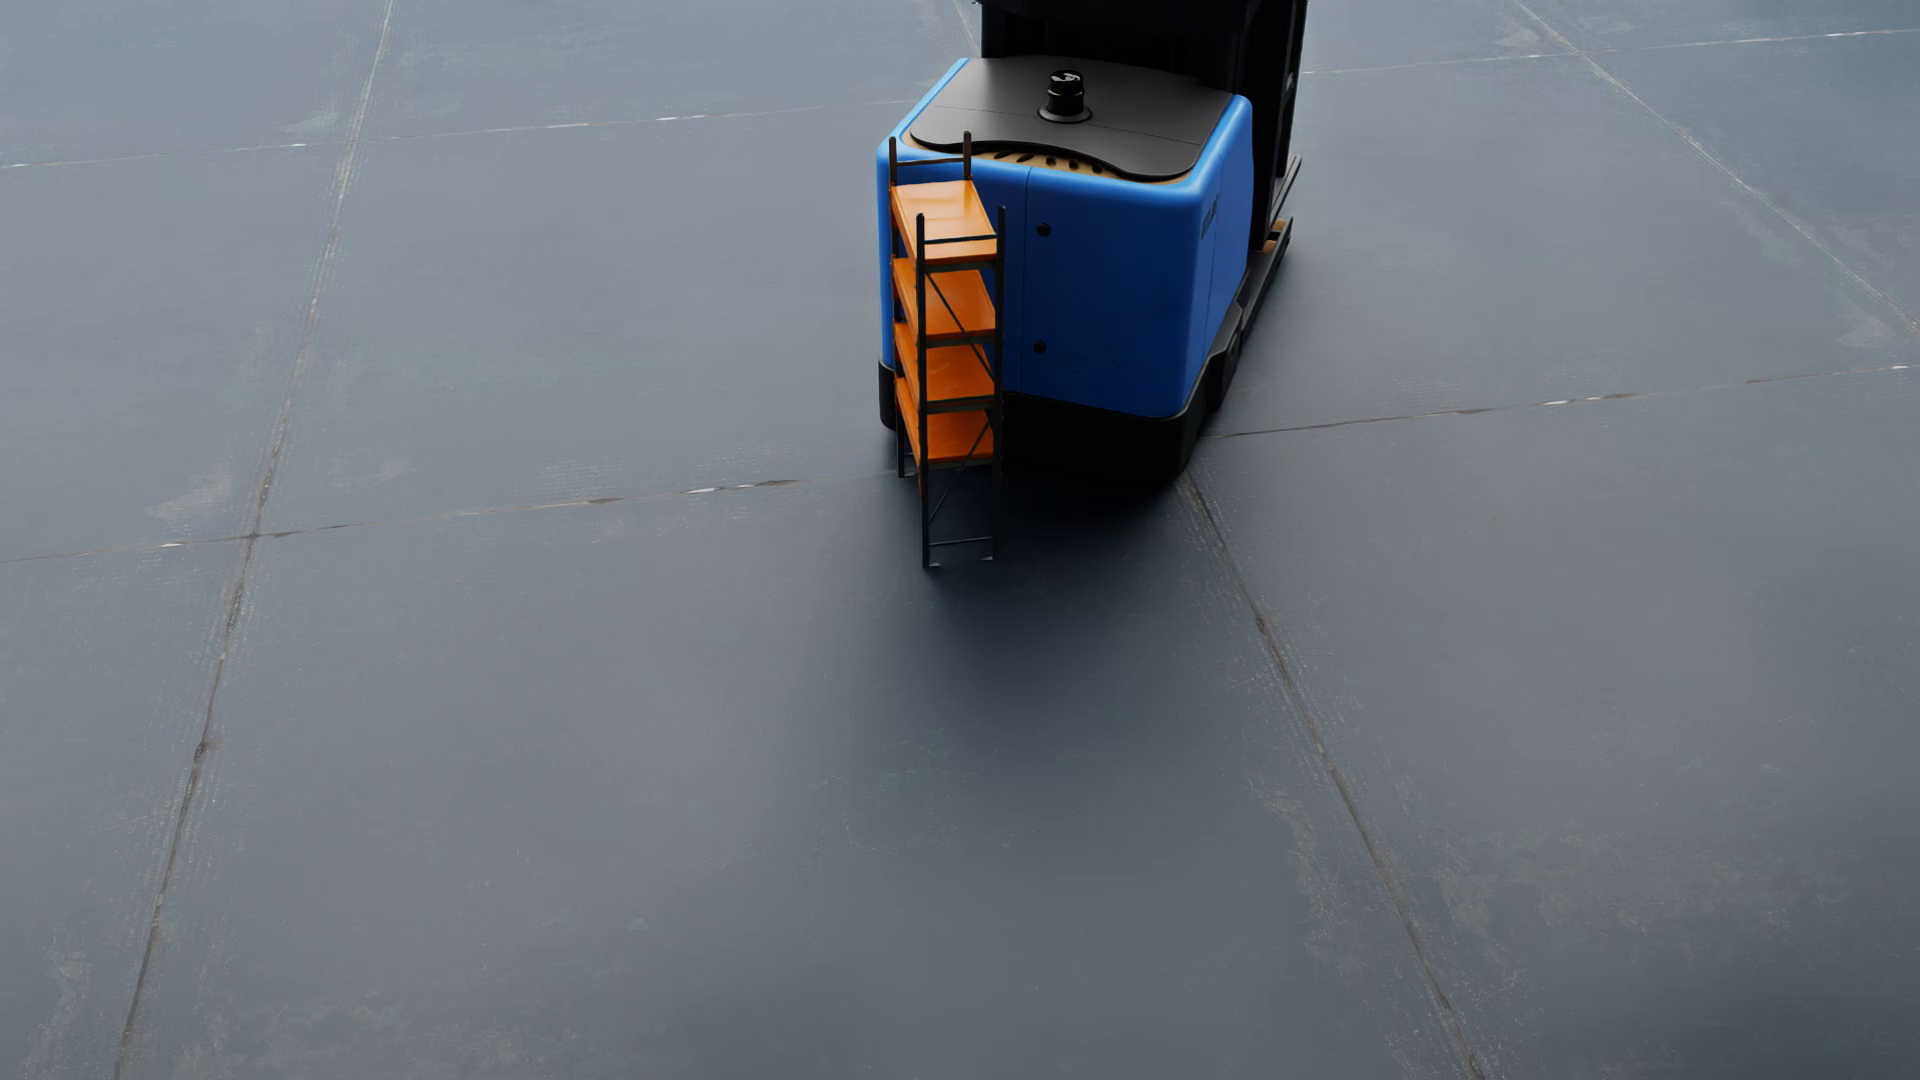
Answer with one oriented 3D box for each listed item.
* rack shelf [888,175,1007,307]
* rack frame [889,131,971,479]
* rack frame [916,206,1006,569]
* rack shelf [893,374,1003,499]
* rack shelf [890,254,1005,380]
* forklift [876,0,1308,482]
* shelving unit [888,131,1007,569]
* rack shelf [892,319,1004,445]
[{"bbox_3d":[-0.042,-0.858,4.736,0.258,0.148,0.480,-6,38,-8],"label":"rack shelf"},{"bbox_3d":[-0.087,-0.695,5.167,0.240,1.200,0.015,-6,38,-8],"label":"rack frame"},{"bbox_3d":[0.002,-0.401,4.788,0.240,1.200,0.015,-6,38,-8],"label":"rack frame"},{"bbox_3d":[-0.042,-0.338,5.140,0.258,0.148,0.480,-6,38,-8],"label":"rack shelf"},{"bbox_3d":[-0.042,-0.671,4.881,0.258,0.148,0.480,-6,38,-8],"label":"rack shelf"},{"bbox_3d":[0.699,-2.251,5.758,1.130,2.935,3.031,12,39,15],"label":"forklift"},{"bbox_3d":[-0.042,-0.548,4.977,0.258,1.200,0.503,-6,38,-8],"label":"shelving unit"},{"bbox_3d":[-0.042,-0.495,5.019,0.258,0.148,0.480,-6,38,-8],"label":"rack shelf"}]
